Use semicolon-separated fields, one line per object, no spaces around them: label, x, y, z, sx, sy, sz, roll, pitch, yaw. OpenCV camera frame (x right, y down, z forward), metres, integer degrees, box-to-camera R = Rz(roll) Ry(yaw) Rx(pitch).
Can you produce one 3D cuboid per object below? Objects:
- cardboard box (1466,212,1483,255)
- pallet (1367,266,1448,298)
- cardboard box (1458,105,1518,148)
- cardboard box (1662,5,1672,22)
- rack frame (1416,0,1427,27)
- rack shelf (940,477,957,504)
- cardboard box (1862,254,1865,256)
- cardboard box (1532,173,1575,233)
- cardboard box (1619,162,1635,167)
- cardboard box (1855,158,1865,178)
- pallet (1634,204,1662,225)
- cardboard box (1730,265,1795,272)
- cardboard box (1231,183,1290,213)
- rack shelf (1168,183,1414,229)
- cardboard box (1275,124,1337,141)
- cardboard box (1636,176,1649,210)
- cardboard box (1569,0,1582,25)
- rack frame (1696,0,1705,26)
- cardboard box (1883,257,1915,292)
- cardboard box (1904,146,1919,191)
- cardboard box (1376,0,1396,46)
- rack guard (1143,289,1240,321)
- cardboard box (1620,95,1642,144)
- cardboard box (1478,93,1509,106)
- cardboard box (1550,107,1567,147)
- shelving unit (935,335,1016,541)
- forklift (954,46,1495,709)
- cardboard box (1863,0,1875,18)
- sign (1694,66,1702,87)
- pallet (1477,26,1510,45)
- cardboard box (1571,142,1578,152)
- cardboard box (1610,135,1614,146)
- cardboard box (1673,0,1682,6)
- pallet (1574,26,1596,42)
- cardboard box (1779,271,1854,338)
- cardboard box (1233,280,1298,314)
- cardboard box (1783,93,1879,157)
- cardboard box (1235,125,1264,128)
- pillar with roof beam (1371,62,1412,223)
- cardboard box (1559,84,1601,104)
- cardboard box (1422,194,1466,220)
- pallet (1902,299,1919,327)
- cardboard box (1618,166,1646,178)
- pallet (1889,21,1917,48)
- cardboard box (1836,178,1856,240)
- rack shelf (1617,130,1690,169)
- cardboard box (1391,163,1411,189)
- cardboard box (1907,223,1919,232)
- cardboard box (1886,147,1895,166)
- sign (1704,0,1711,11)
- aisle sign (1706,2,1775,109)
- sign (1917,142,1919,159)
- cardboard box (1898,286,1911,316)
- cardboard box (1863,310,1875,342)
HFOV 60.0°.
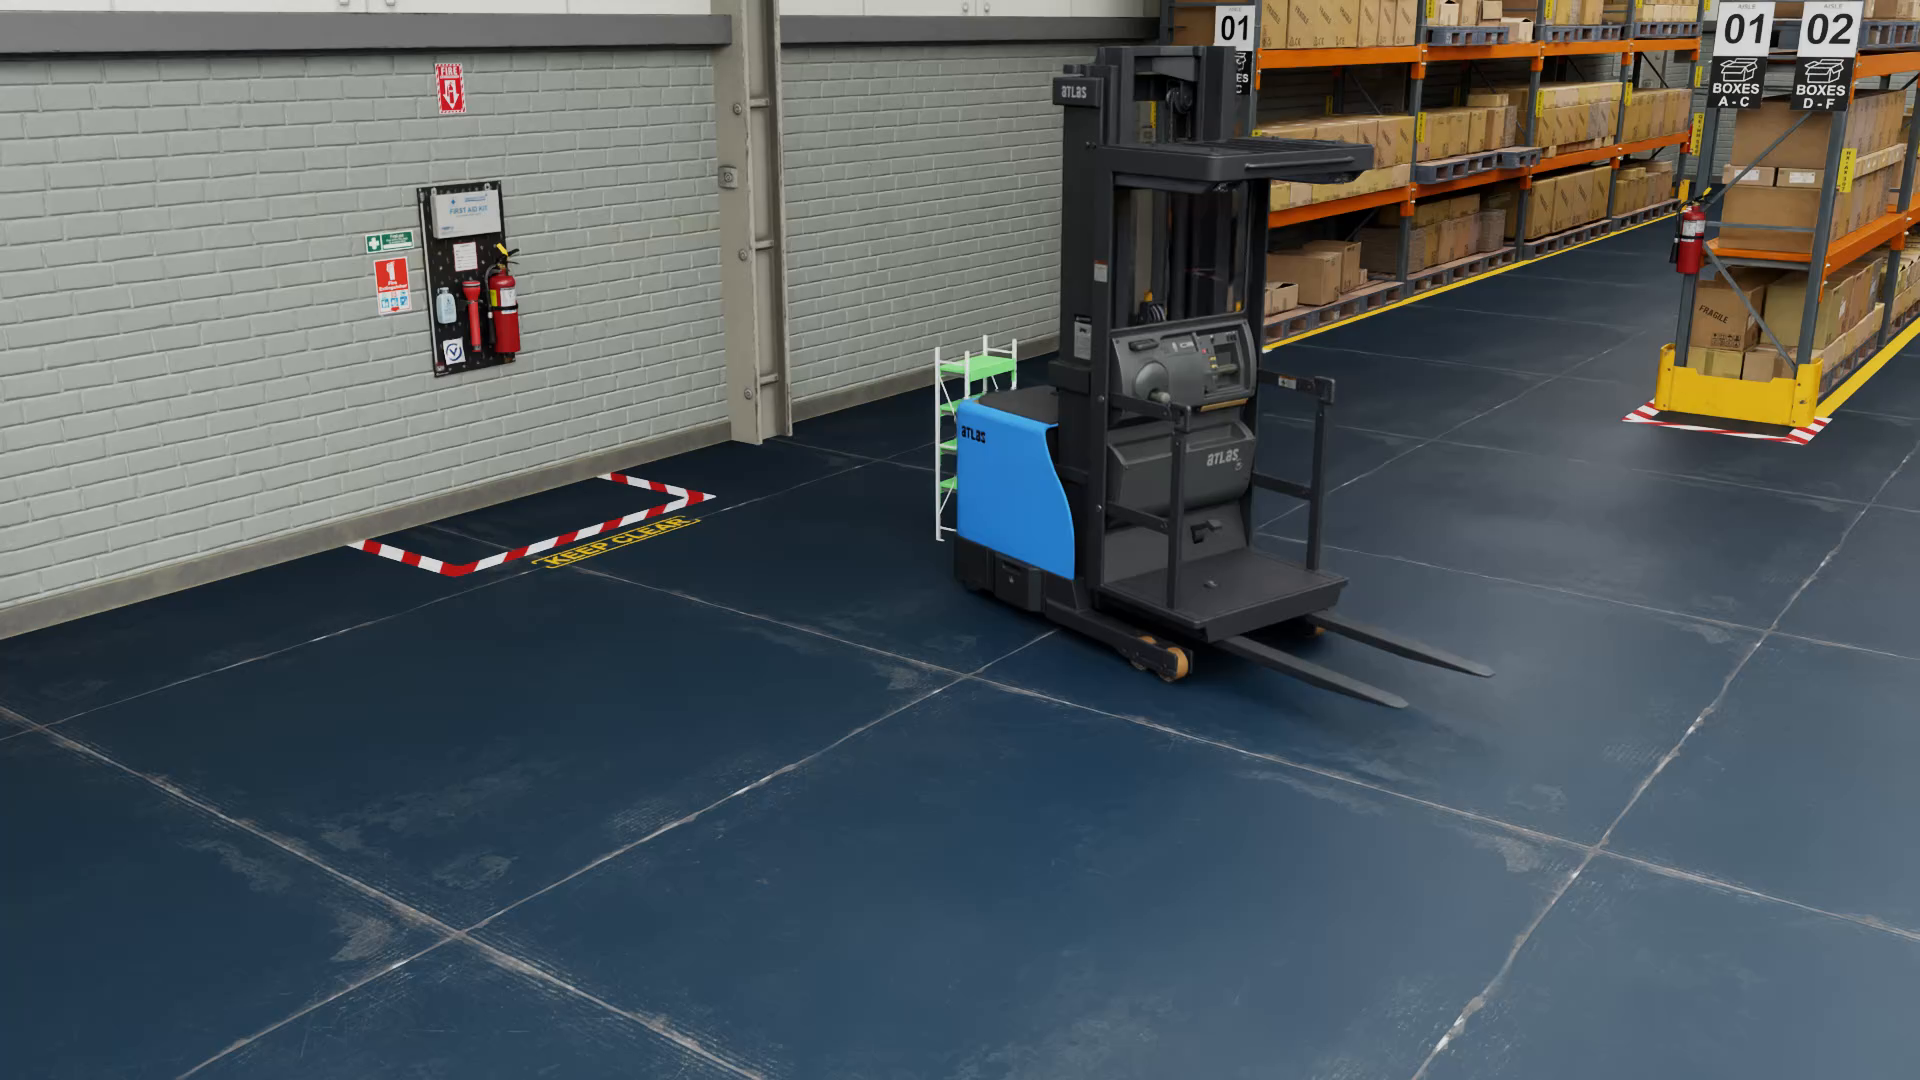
cardboard box;6.299;-3.974;21.456;0.700;0.500;0.500;12;21;35
pallet;5.166;-3.142;20.005;1.003;0.211;1.213;12;21;35
cardboard box;6.815;-5.385;21.615;0.700;0.500;0.500;10;20;28
cardboard box;10.708;-8.163;25.790;0.500;0.250;0.500;12;21;33
rack frame;4.703;-7.153;18.103;1.000;3.000;0.127;12;21;35
rack shelf;0.099;-0.322;10.283;0.258;0.148;0.480;12;21;35
cardboard box;9.299;-2.959;17.697;0.500;0.311;0.500;12;21;35
cardboard box;8.157;-4.774;23.475;0.750;0.750;0.750;12;21;34
cardboard box;10.829;-6.102;27.249;0.380;0.149;0.250;13;21;35
cardboard box;7.473;-3.181;14.166;0.380;0.149;0.250;12;21;34
pallet;10.712;-5.321;27.021;1.003;0.211;1.213;12;21;35
cardboard box;7.264;-2.246;15.082;0.500;0.500;0.500;12;21;35
cardboard box;2.866;-3.333;16.138;0.500;0.250;0.500;12;21;33
rack shelf;3.512;-3.468;17.566;1.077;0.370;4.000;12;21;35
cardboard box;3.461;-3.930;16.795;0.500;0.500;0.500;12;21;33
cardboard box;10.608;-5.601;26.728;0.700;0.500;0.500;13;21;36
cardboard box;8.228;-7.441;23.180;0.700;0.500;0.500;12;21;35
rack frame;11.853;-10.011;27.307;1.000;3.000;0.127;12;21;35
cardboard box;9.433;-2.741;16.996;0.500;0.311;0.500;12;21;34
cardboard box;9.767;-3.886;17.530;0.500;0.500;0.500;12;21;35
cardboard box;4.289;-5.495;17.622;0.500;0.500;0.500;10;20;30
rack guard;2.365;-2.159;16.354;1.175;0.500;0.348;12;21;35
cardboard box;9.806;-6.463;25.491;0.980;0.700;0.700;13;21;36
cardboard box;6.905;-5.721;21.603;0.380;0.149;0.250;9;20;28
cardboard box;7.901;-5.633;22.622;0.500;0.500;0.500;13;22;36
shelving unit;0.099;-0.612;10.193;0.258;1.200;0.503;12;21;35
forklift;1.255;-0.880;8.135;1.130;2.935;3.031;-13;21;-35
cardboard box;7.143;-4.290;13.421;0.380;0.149;0.250;12;21;35
sign;12.281;-7.713;27.671;0.100;0.325;0.005;12;21;35
pallet;5.772;-6.006;19.786;1.213;0.211;1.003;12;21;35
cardboard box;8.536;-5.596;23.596;0.380;0.149;0.250;13;22;36
cardboard box;9.496;-5.952;24.743;0.380;0.149;0.250;13;21;35
cardboard box;11.025;-8.648;26.087;0.500;0.500;0.500;11;21;32
pallet;8.092;-7.012;23.028;1.003;0.211;1.213;14;22;37
cardboard box;7.383;-2.035;14.404;0.500;0.500;0.500;12;21;35
cardboard box;3.144;-2.546;17.176;0.500;0.311;0.500;15;22;39
cardboard box;7.528;-3.615;14.471;0.700;0.500;0.500;12;21;35
cardboard box;2.738;-3.899;16.696;0.500;0.500;0.500;13;21;35
pillar with roof beam;9.075;-7.188;18.217;9.100;9.000;0.400;12;21;35
cardboard box;8.781;-6.353;23.674;0.500;0.250;0.500;13;21;36
cardboard box;6.007;-4.186;20.875;0.500;0.250;0.500;12;21;34
pallet;9.818;-2.556;18.118;1.003;0.211;1.213;12;21;35
cardboard box;10.659;-5.843;26.416;0.380;0.149;0.250;12;21;33
pallet;7.469;-4.306;14.145;1.003;0.211;1.213;12;21;35
cardboard box;7.199;-2.860;14.228;0.700;0.500;0.500;13;21;35
rack shelf;10.662;-6.326;26.770;1.077;0.370;4.000;12;21;35
cardboard box;4.665;-4.059;18.477;0.500;0.250;0.500;12;21;35
cardboard box;11.436;-3.647;20.402;0.500;0.500;0.500;13;22;37
cardboard box;8.391;-3.547;15.345;0.380;0.149;0.250;12;21;33
sign;12.281;-8.864;27.313;0.100;0.325;0.005;12;21;35
aisle sign;6.026;-3.738;12.841;0.394;0.787;0.004;12;21;35
sign;9.131;-3.767;15.722;0.100;0.325;0.005;12;21;35
cardboard box;9.429;-2.474;17.082;0.500;0.250;0.500;13;22;36
cardboard box;8.277;-2.034;15.665;0.500;0.250;0.500;12;21;35
